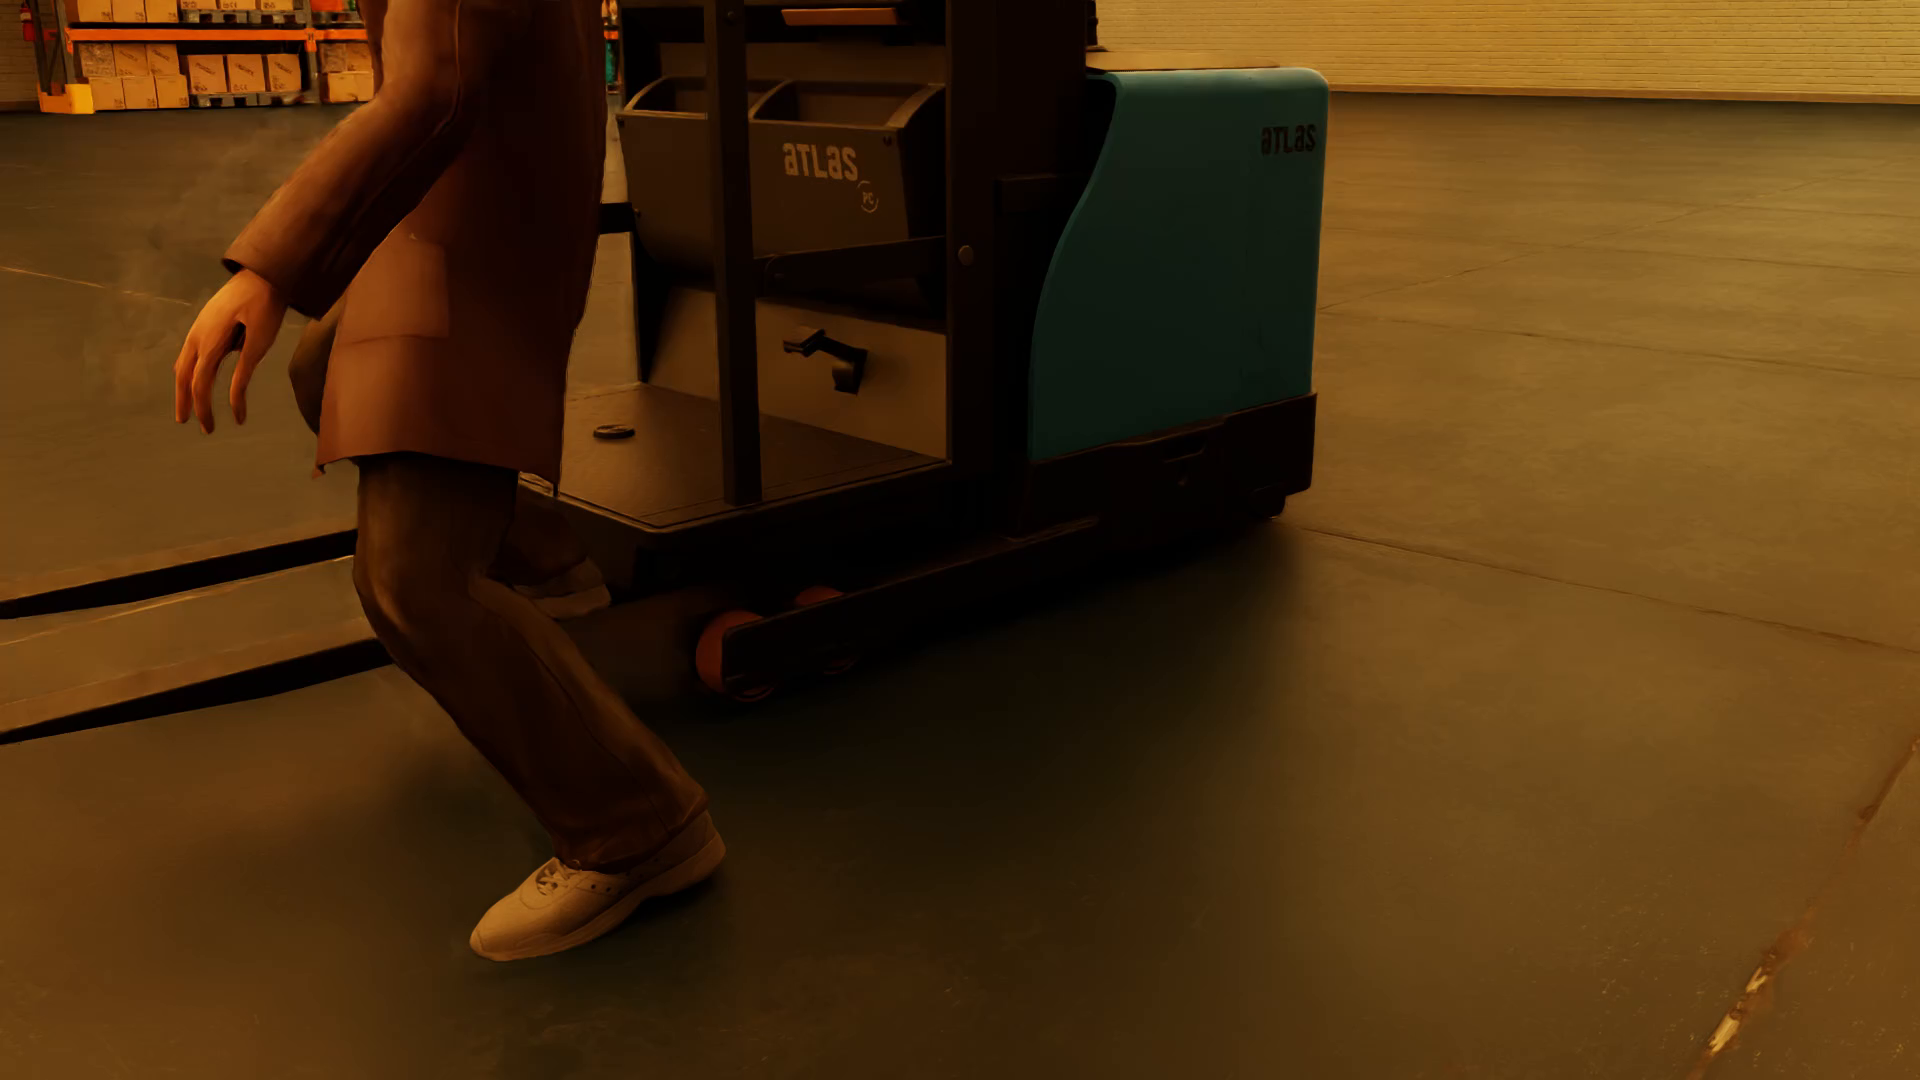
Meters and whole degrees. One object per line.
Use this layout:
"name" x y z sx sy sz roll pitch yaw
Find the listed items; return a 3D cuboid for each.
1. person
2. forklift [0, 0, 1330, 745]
"person" -0.689 -0.357 2.286 0.709 1.681 0.990 0 17 -1
"forklift" -0.533 -1.280 3.112 3.031 2.935 1.130 -16 23 -42
